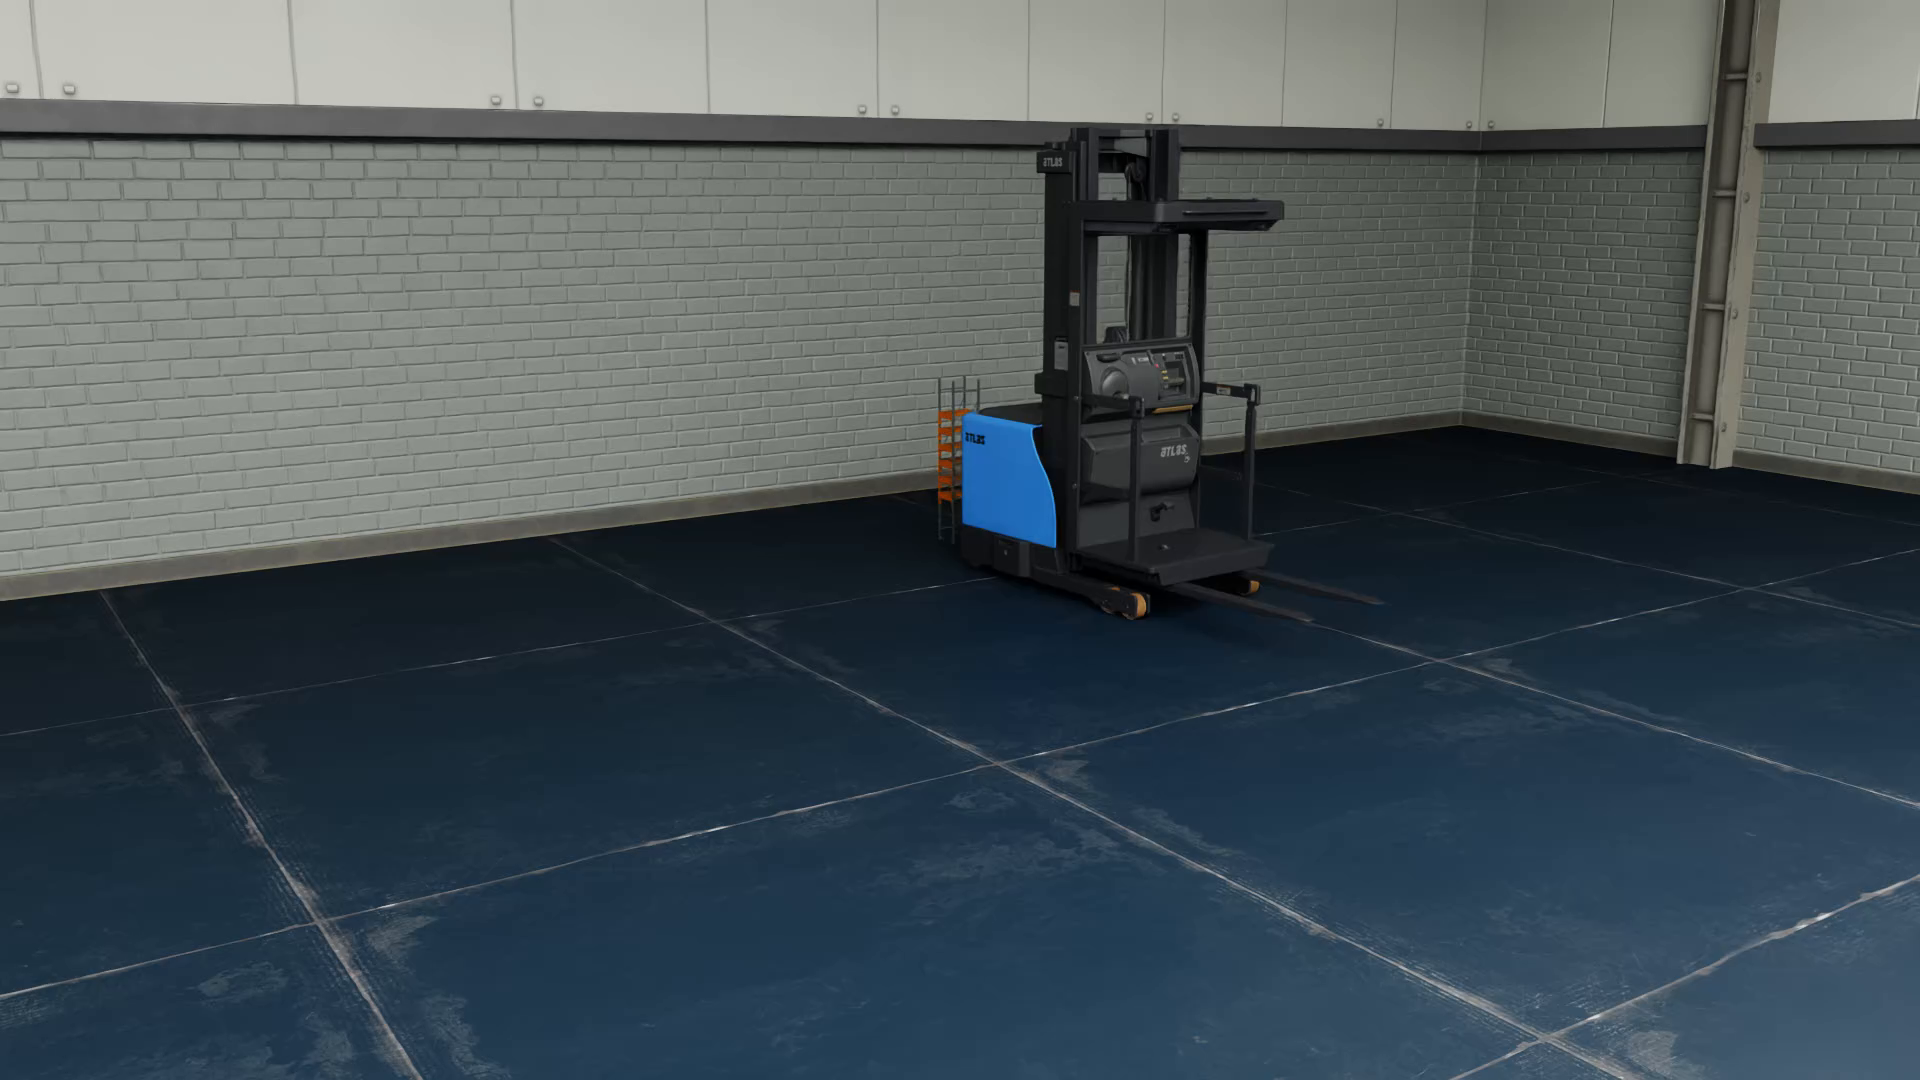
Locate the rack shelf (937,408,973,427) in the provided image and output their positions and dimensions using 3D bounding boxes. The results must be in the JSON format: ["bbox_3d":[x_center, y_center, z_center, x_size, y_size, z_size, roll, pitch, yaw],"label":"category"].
[{"bbox_3d":[-0.008,-0.897,12.178,0.258,0.103,0.180,-8,15,-33],"label":"rack shelf"}]

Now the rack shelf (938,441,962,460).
[{"bbox_3d":[-0.008,-0.663,12.229,0.258,0.103,0.180,-8,15,-33],"label":"rack shelf"}]

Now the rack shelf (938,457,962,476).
[{"bbox_3d":[-0.008,-0.545,12.255,0.258,0.103,0.180,-8,15,-33],"label":"rack shelf"}]

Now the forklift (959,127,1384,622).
[{"bbox_3d":[1.286,-1.065,10.369,1.130,2.935,3.031,-9,15,-36],"label":"forklift"}]

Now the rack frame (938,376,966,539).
[{"bbox_3d":[-0.059,-0.605,12.320,0.240,1.200,0.006,-8,15,-33],"label":"rack frame"}]

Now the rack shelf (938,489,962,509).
[{"bbox_3d":[-0.008,-0.311,12.306,0.258,0.103,0.180,-8,15,-33],"label":"rack shelf"}]

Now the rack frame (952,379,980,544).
[{"bbox_3d":[0.043,-0.572,12.171,0.240,1.200,0.006,-8,15,-33],"label":"rack frame"}]

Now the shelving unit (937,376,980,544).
[{"bbox_3d":[-0.008,-0.589,12.245,0.258,1.200,0.189,-8,15,-33],"label":"shelving unit"}]

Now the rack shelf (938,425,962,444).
[{"bbox_3d":[-0.008,-0.780,12.204,0.258,0.103,0.180,-8,15,-33],"label":"rack shelf"}]

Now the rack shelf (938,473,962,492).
[{"bbox_3d":[-0.008,-0.428,12.280,0.258,0.103,0.180,-8,15,-33],"label":"rack shelf"}]

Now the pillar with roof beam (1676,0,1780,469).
[{"bbox_3d":[3.402,-4.595,12.310,9.100,9.000,0.400,-8,15,-33],"label":"pillar with roof beam"}]
